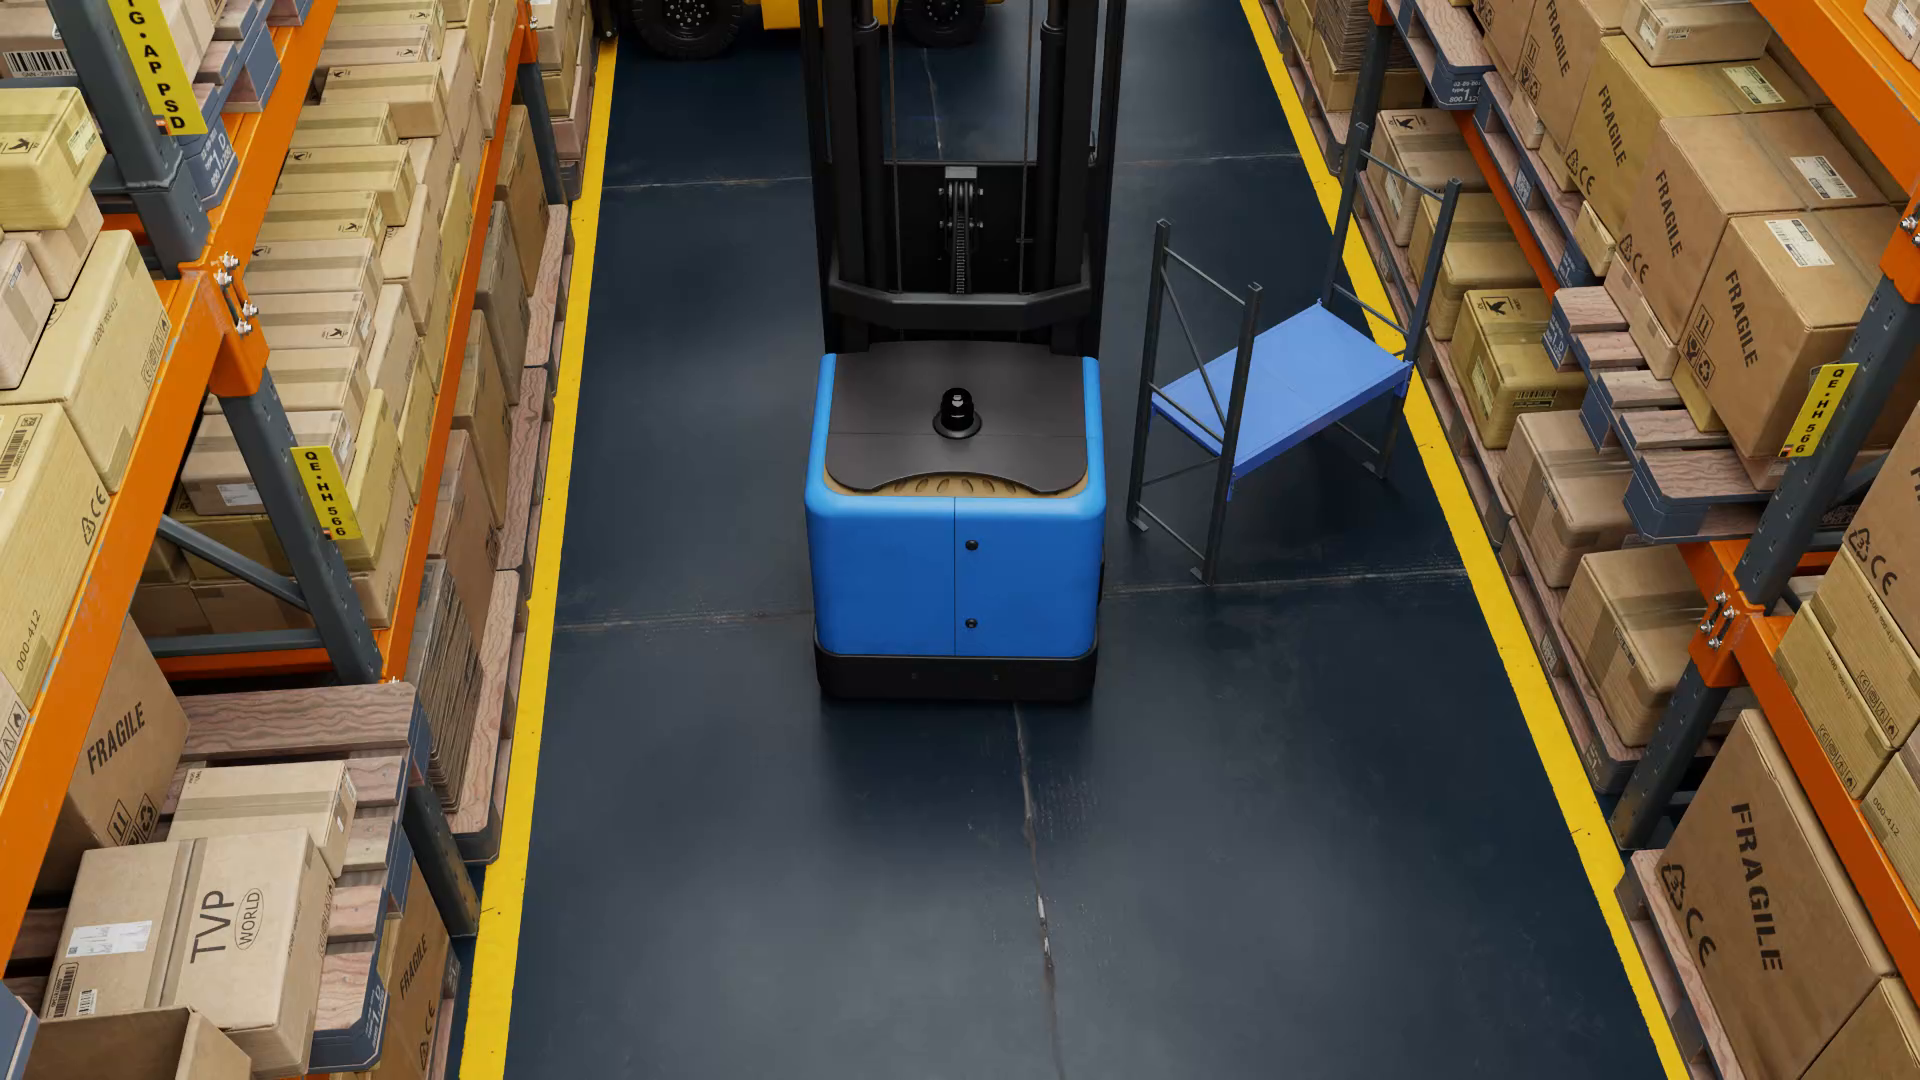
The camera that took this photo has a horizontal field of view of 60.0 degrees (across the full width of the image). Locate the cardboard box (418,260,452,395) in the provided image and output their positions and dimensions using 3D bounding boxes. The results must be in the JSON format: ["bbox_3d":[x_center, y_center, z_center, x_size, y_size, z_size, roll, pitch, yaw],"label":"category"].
[{"bbox_3d":[-2.015,-0.725,5.610,0.500,0.250,0.500,-5,47,-5],"label":"cardboard box"}]

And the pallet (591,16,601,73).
[{"bbox_3d":[-2.599,-3.102,9.679,1.003,0.211,1.213,-3,47,-3],"label":"pallet"}]

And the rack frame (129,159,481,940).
[{"bbox_3d":[-2.134,0.296,4.540,1.000,3.000,0.127,-3,47,-3],"label":"rack frame"}]

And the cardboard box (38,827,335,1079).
[{"bbox_3d":[-1.724,0.947,3.738,0.500,0.250,0.500,-5,47,-5],"label":"cardboard box"}]

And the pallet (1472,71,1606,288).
[{"bbox_3d":[2.605,-1.372,6.252,1.003,0.211,1.213,-3,47,-3],"label":"pallet"}]

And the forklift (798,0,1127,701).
[{"bbox_3d":[0.013,-1.462,6.252,1.130,2.935,3.031,1,47,1],"label":"forklift"}]

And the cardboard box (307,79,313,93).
[{"bbox_3d":[-2.619,-1.599,6.094,0.500,0.250,0.500,-5,47,-4],"label":"cardboard box"}]

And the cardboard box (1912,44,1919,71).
[{"bbox_3d":[2.576,-1.169,4.035,0.380,0.149,0.250,-3,47,-3],"label":"cardboard box"}]

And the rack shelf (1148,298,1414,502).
[{"bbox_3d":[1.263,-0.576,6.647,1.000,0.185,0.538,-29,53,-25],"label":"rack shelf"}]

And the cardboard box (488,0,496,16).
[{"bbox_3d":[-2.173,-2.379,6.832,0.500,0.250,0.500,-4,47,-4],"label":"cardboard box"}]

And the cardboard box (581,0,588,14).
[{"bbox_3d":[-2.277,-3.066,8.985,0.500,0.250,0.500,-4,47,-4],"label":"cardboard box"}]

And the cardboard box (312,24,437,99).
[{"bbox_3d":[-2.083,-1.699,5.914,0.380,0.149,0.250,-3,47,-3],"label":"cardboard box"}]

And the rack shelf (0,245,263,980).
[{"bbox_3d":[-1.967,0.959,2.342,1.077,0.370,4.000,-3,47,-3],"label":"rack shelf"}]

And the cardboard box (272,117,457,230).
[{"bbox_3d":[-2.063,-1.271,5.783,0.500,0.250,0.500,-3,47,-3],"label":"cardboard box"}]

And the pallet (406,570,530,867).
[{"bbox_3d":[-2.164,0.657,6.119,1.003,0.211,1.213,-3,47,-3],"label":"pallet"}]

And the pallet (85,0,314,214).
[{"bbox_3d":[-2.280,-1.156,3.980,1.213,0.211,1.003,-2,47,-1],"label":"pallet"}]

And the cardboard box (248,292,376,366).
[{"bbox_3d":[-1.938,-0.588,4.861,0.380,0.149,0.250,-2,47,-2],"label":"cardboard box"}]

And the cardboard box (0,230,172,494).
[{"bbox_3d":[-1.850,-0.327,3.168,0.500,0.250,0.500,-5,47,-5],"label":"cardboard box"}]

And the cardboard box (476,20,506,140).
[{"bbox_3d":[-2.119,-1.834,6.661,0.500,0.250,0.500,-4,47,-4],"label":"cardboard box"}]

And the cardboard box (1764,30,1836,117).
[{"bbox_3d":[2.903,-1.390,5.574,0.500,0.500,0.500,-3,47,-3],"label":"cardboard box"}]

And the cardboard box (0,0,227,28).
[{"bbox_3d":[-1.952,-1.488,3.737,0.500,0.500,0.500,-3,47,-3],"label":"cardboard box"}]

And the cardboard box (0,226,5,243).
[{"bbox_3d":[-1.894,-0.496,2.848,0.380,0.149,0.250,-5,47,-5],"label":"cardboard box"}]

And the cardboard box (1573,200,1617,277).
[{"bbox_3d":[2.339,-1.039,5.689,0.380,0.149,0.250,-3,47,-3],"label":"cardboard box"}]

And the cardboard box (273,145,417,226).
[{"bbox_3d":[-1.986,-1.143,5.388,0.380,0.149,0.250,-3,47,-2],"label":"cardboard box"}]

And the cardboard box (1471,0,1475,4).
[{"bbox_3d":[2.273,-2.465,6.592,0.500,0.500,0.500,-3,47,-3],"label":"cardboard box"}]

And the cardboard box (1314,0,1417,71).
[{"bbox_3d":[2.160,-2.771,8.533,0.500,0.500,0.500,-4,47,-4],"label":"cardboard box"}]

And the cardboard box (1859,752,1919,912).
[{"bbox_3d":[2.662,0.783,4.182,0.500,0.250,0.500,-5,47,-4],"label":"cardboard box"}]

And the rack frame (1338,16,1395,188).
[{"bbox_3d":[2.477,-2.903,7.570,1.000,3.000,0.127,-3,47,-3],"label":"rack frame"}]

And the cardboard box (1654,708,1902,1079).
[{"bbox_3d":[2.787,1.082,4.970,0.875,0.875,0.875,-4,47,-4],"label":"cardboard box"}]

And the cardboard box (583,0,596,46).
[{"bbox_3d":[-2.296,-2.904,9.176,0.500,0.250,0.500,-3,47,-3],"label":"cardboard box"}]

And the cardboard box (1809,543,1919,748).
[{"bbox_3d":[2.608,0.253,4.340,0.500,0.250,0.500,-4,47,-4],"label":"cardboard box"}]

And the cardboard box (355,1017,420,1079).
[{"bbox_3d":[-1.853,1.667,4.675,0.500,0.500,0.500,-4,47,-4],"label":"cardboard box"}]

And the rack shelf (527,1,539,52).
[{"bbox_3d":[-2.637,-3.798,8.913,1.077,0.370,4.000,-3,47,-3],"label":"rack shelf"}]

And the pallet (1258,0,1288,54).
[{"bbox_3d":[2.280,-3.312,9.878,1.003,0.211,1.213,-3,47,-3],"label":"pallet"}]

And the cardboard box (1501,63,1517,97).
[{"bbox_3d":[2.319,-1.792,6.402,0.380,0.149,0.250,-3,47,-3],"label":"cardboard box"}]

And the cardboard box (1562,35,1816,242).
[{"bbox_3d":[2.399,-1.340,5.527,0.500,0.500,0.500,-6,47,-6],"label":"cardboard box"}]

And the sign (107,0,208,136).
[{"bbox_3d":[-1.594,-0.945,3.293,0.100,0.325,0.005,-3,47,-3],"label":"sign"}]

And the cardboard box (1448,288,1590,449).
[{"bbox_3d":[2.647,-0.741,7.043,0.950,0.372,0.625,-2,47,-2],"label":"cardboard box"}]

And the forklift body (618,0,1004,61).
[{"bbox_3d":[-0.827,-3.939,9.136,2.313,2.155,1.214,-3,47,-3],"label":"forklift body"}]

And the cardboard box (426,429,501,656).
[{"bbox_3d":[-2.236,0.044,6.126,0.875,0.625,0.625,-2,47,-2],"label":"cardboard box"}]

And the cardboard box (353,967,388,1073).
[{"bbox_3d":[-1.787,1.326,4.551,0.380,0.149,0.250,-6,47,-5],"label":"cardboard box"}]

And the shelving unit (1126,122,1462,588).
[{"bbox_3d":[1.263,-0.700,6.516,1.048,1.500,0.538,-29,53,-25],"label":"shelving unit"}]

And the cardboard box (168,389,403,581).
[{"bbox_3d":[-1.903,-0.162,4.733,0.500,0.250,0.500,-4,47,-3],"label":"cardboard box"}]

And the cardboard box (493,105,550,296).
[{"bbox_3d":[-2.414,-1.549,7.634,0.875,0.625,0.625,-2,47,-2],"label":"cardboard box"}]

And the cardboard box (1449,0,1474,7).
[{"bbox_3d":[2.220,-2.360,6.940,0.380,0.149,0.250,-3,47,-2],"label":"cardboard box"}]

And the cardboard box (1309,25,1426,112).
[{"bbox_3d":[2.159,-2.513,8.805,0.500,0.250,0.500,-2,47,-1],"label":"cardboard box"}]

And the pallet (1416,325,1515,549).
[{"bbox_3d":[2.649,-0.496,7.211,1.003,0.211,1.213,-3,47,-3],"label":"pallet"}]

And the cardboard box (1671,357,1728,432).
[{"bbox_3d":[2.455,-0.479,5.158,0.380,0.149,0.250,-3,47,-3],"label":"cardboard box"}]

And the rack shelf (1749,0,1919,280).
[{"bbox_3d":[2.644,-2.240,5.371,1.077,0.370,4.000,-3,47,-3],"label":"rack shelf"}]

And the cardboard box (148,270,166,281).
[{"bbox_3d":[-2.548,-0.732,4.998,0.380,0.149,0.250,-4,47,-4],"label":"cardboard box"}]
